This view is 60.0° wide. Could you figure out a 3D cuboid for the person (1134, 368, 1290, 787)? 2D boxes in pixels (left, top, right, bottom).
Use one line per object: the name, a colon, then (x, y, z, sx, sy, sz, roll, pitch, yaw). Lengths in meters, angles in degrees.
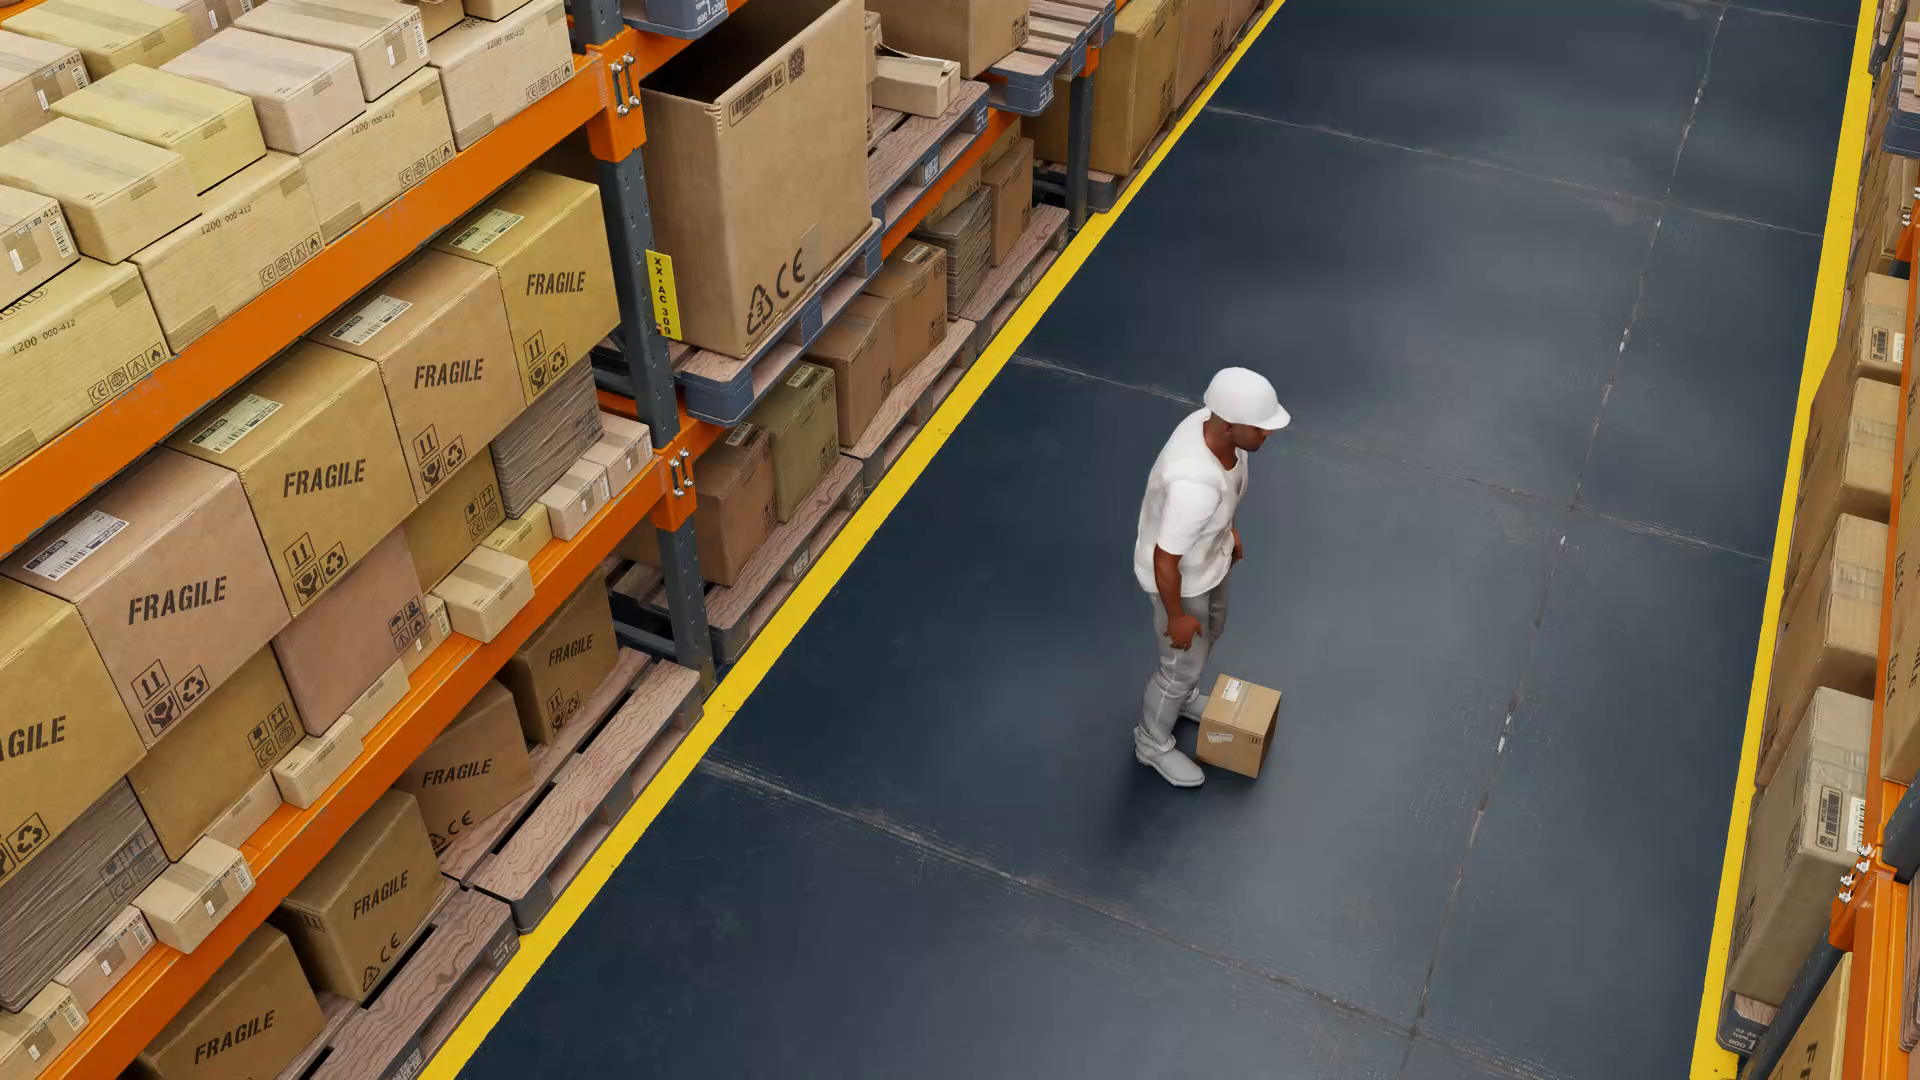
person: (0.868, 0.106, 6.027, 0.456, 1.761, 0.628, 18, 45, 19)
